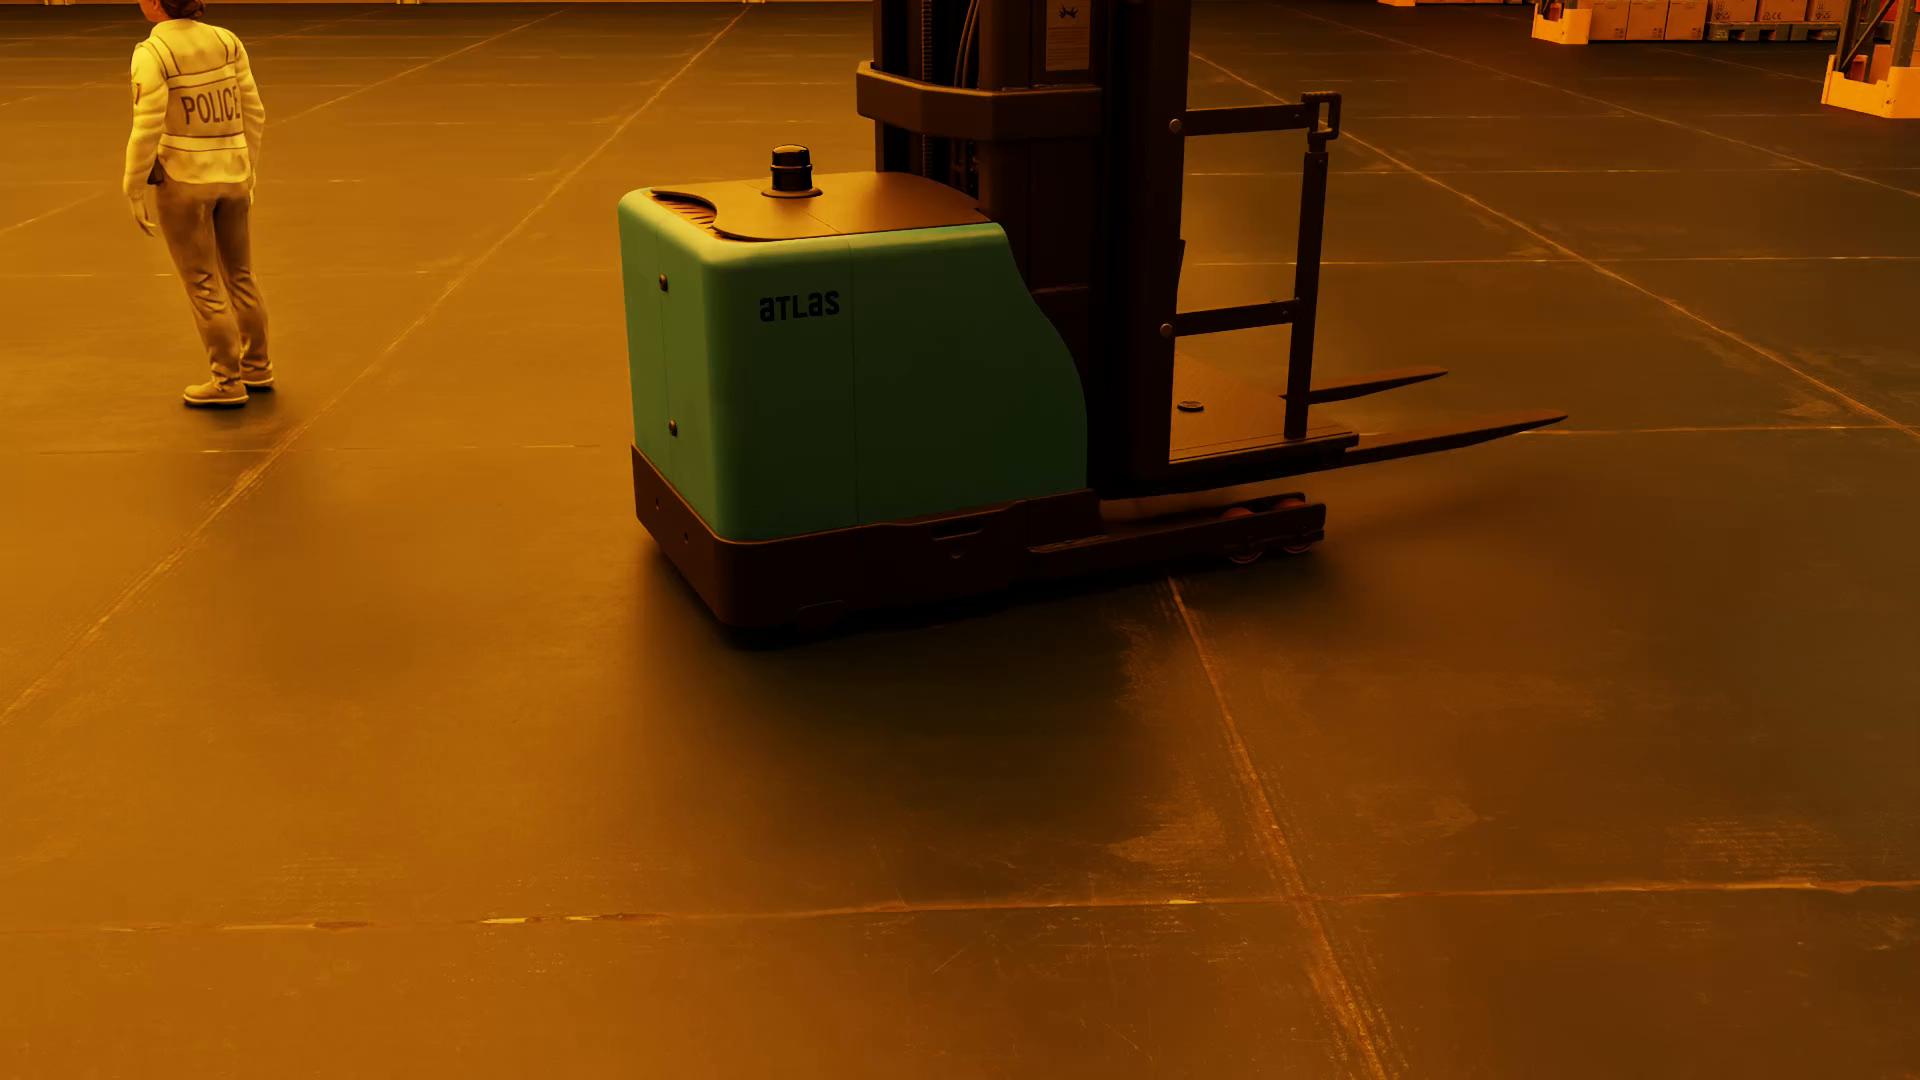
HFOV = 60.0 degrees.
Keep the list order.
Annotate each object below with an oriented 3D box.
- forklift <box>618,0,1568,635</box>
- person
[{"bbox_3d":[0.552,-1.458,4.875,3.031,2.935,1.130,-10,23,-23],"label":"forklift"},{"bbox_3d":[-2.895,-1.336,6.240,0.529,1.697,0.581,11,24,26],"label":"person"}]
